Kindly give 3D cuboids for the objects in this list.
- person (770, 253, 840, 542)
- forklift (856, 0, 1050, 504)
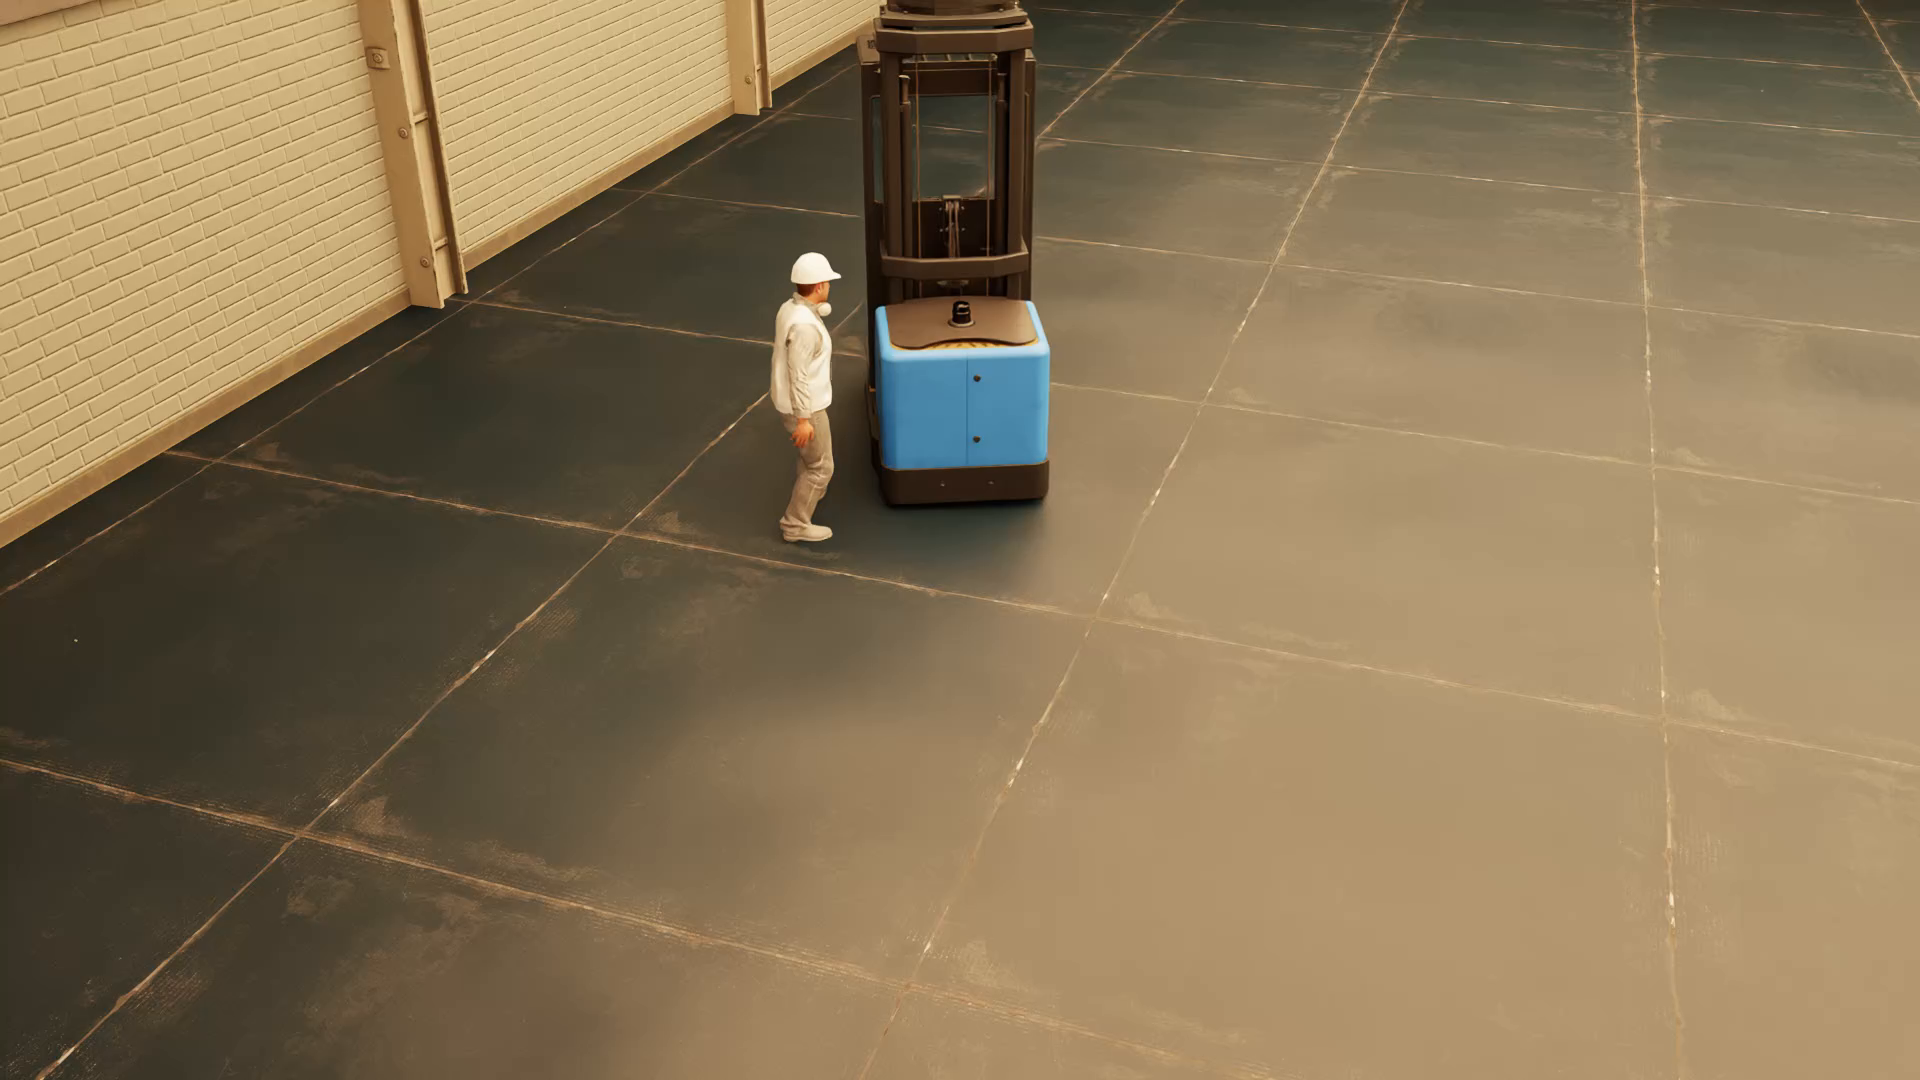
[{"bbox_3d":[-0.901,-0.849,9.842,0.459,1.745,0.853,-7,30,-12],"label":"person"},{"bbox_3d":[-0.097,-2.198,10.992,1.130,2.935,3.031,-3,30,-5],"label":"forklift"}]
